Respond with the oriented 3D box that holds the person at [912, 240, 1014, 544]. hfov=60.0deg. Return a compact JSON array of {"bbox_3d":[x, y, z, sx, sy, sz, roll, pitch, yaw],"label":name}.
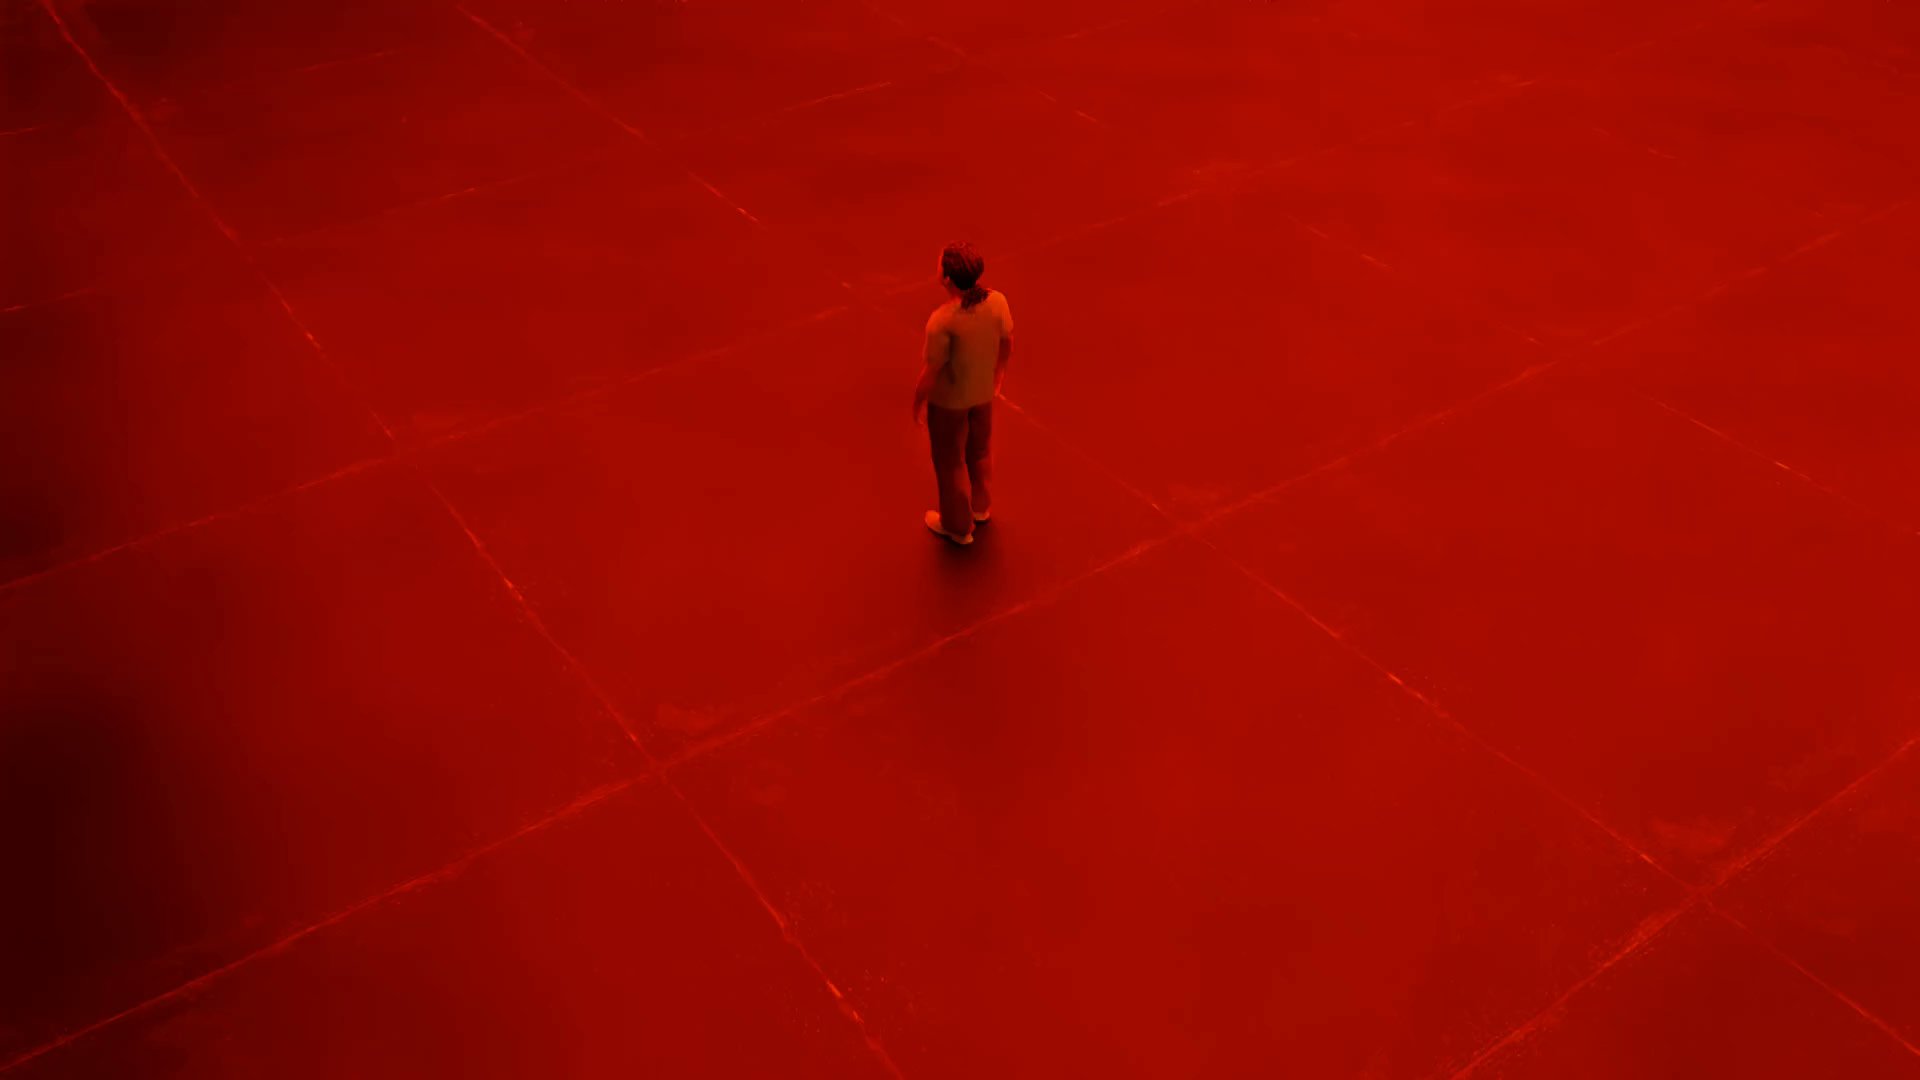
[{"bbox_3d":[-0.034,-0.719,7.961,0.554,1.674,0.548,-23,42,-28],"label":"person"}]
